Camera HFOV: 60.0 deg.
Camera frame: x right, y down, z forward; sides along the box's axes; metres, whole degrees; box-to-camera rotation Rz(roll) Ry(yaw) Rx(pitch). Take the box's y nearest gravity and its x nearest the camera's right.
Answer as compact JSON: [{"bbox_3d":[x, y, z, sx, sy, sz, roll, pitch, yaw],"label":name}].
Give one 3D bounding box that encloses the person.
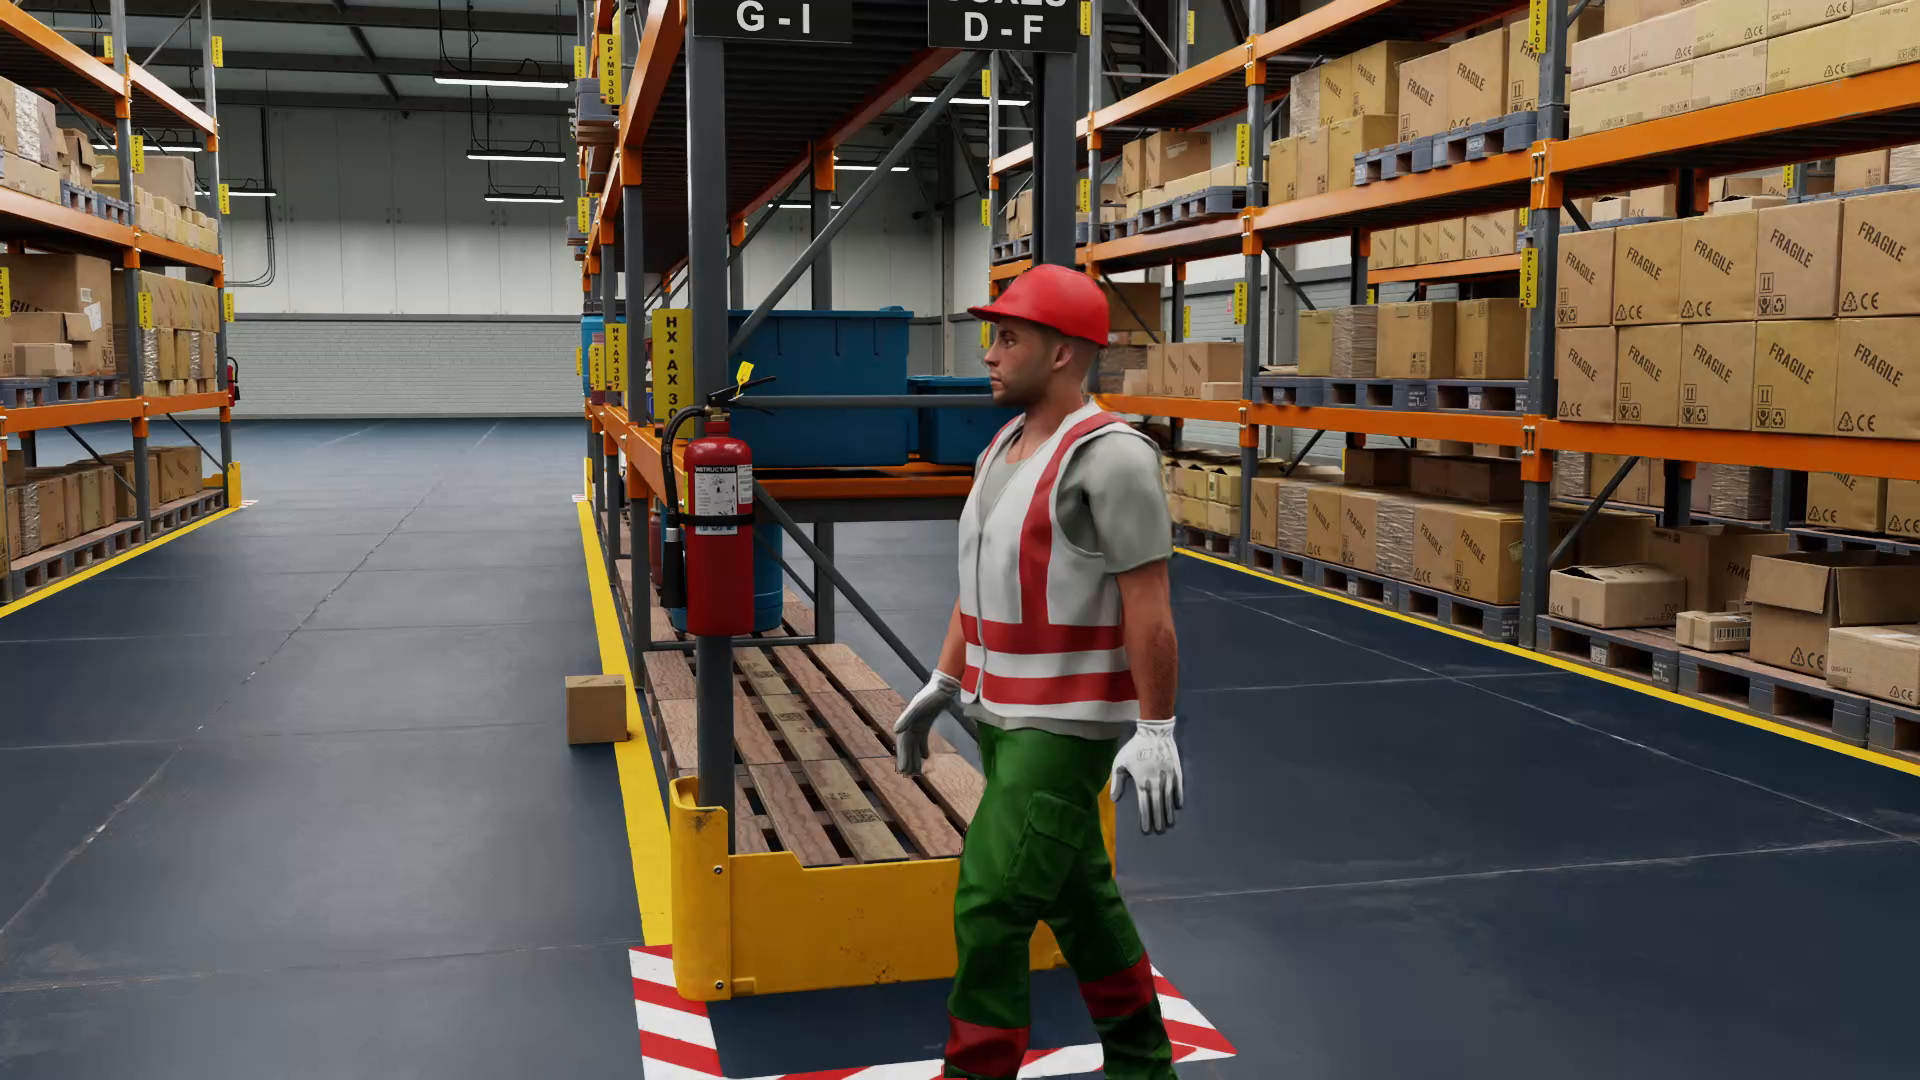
[{"bbox_3d":[0.094,0.372,3.223,0.783,1.799,0.588,-3,7,-24],"label":"person"}]
